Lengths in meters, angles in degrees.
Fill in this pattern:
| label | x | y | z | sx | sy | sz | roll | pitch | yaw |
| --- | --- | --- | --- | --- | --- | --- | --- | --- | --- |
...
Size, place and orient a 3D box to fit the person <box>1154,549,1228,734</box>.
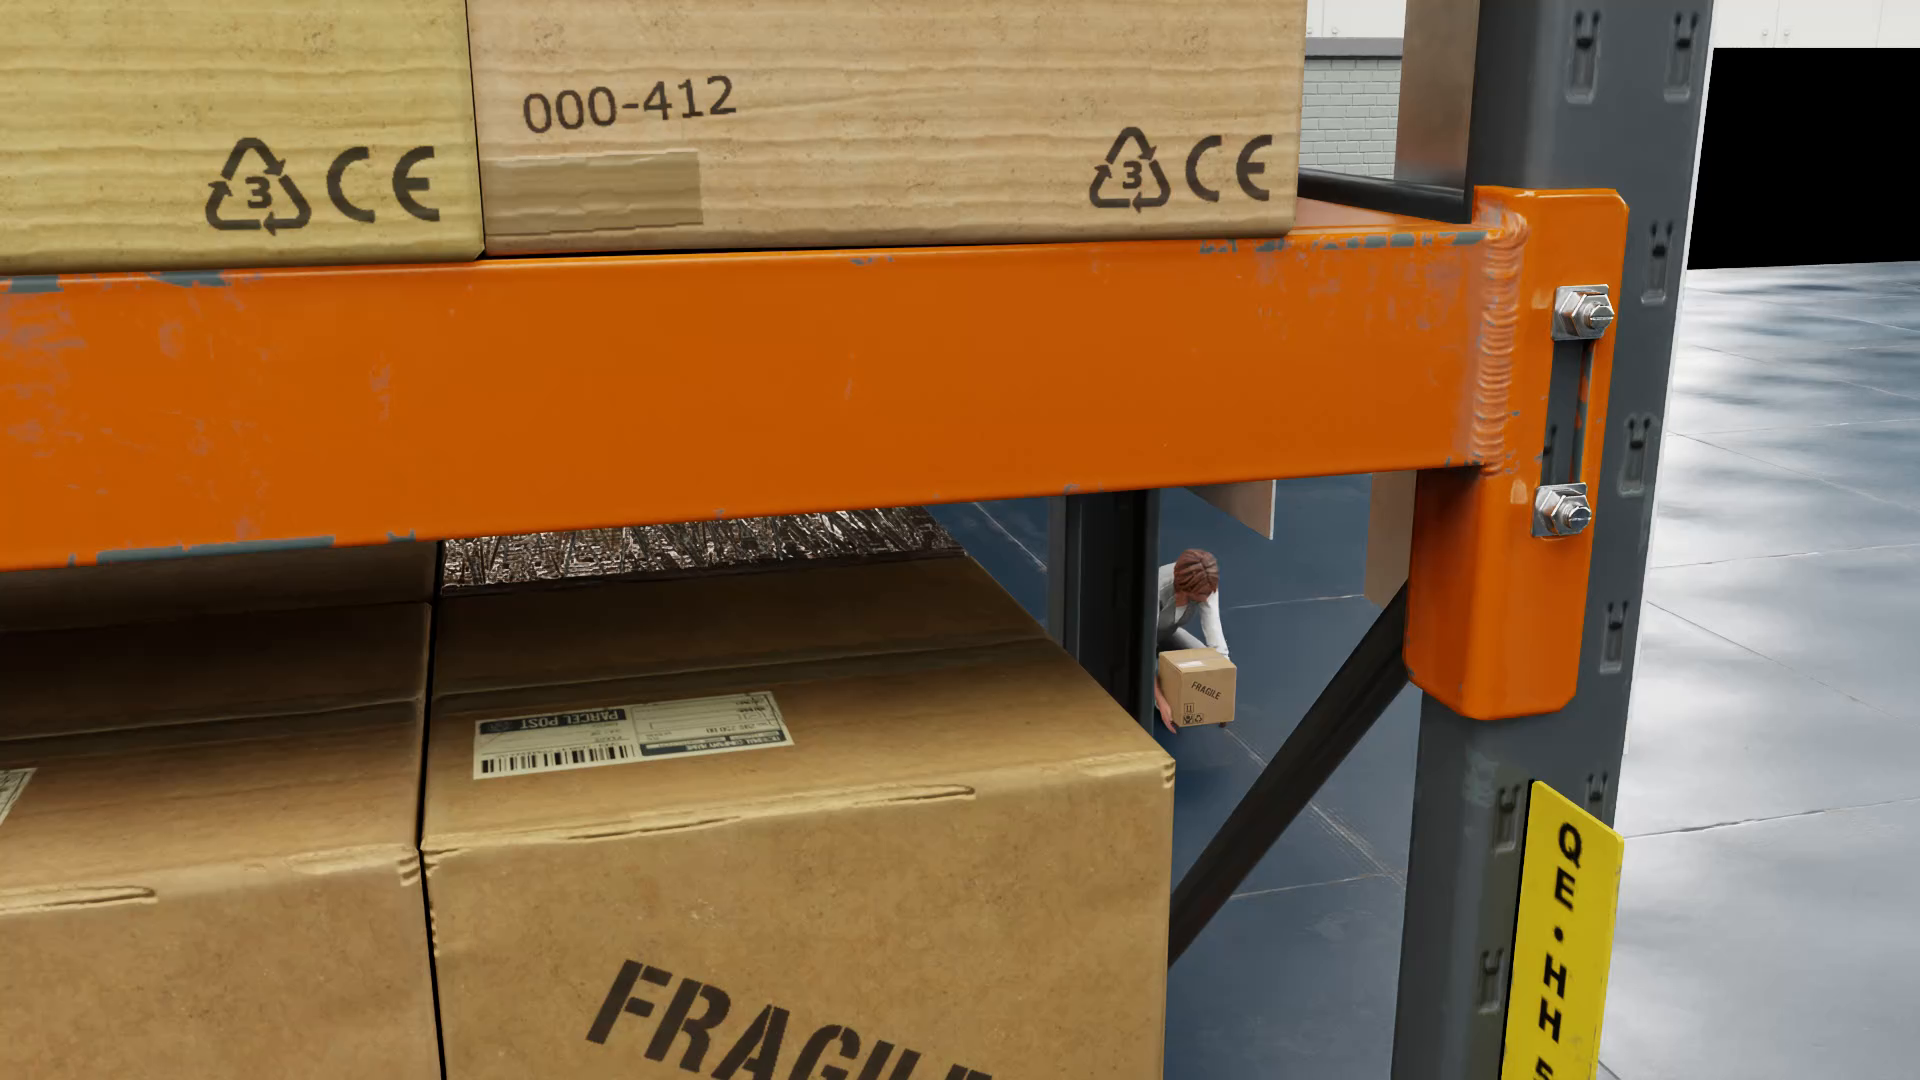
| label | x | y | z | sx | sy | sz | roll | pitch | yaw |
| --- | --- | --- | --- | --- | --- | --- | --- | --- | --- |
| person | 0.912 | 0.424 | 7.366 | 0.449 | 0.898 | 0.803 | -5 | 17 | -16 |
